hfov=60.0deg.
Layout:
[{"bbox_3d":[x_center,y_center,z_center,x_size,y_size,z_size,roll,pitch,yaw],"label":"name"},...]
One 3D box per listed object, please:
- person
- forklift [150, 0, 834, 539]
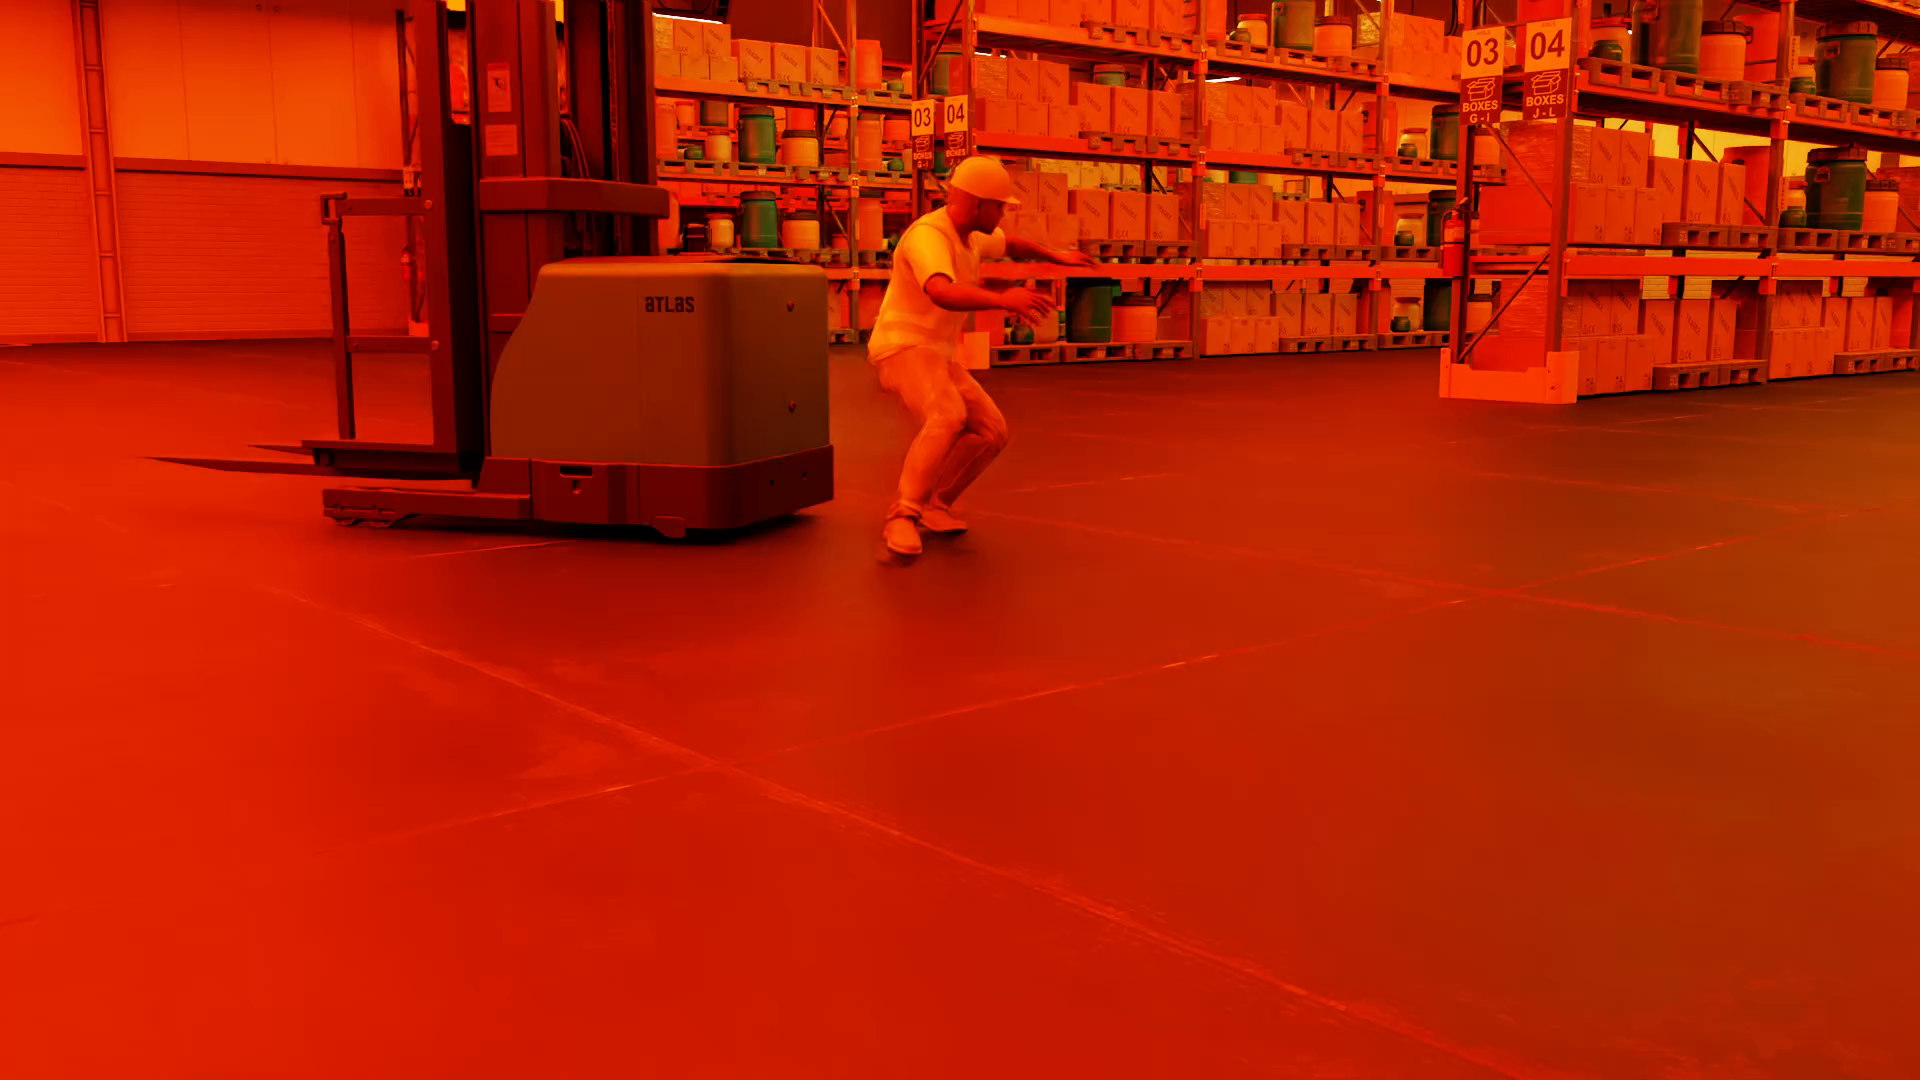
[{"bbox_3d":[0.036,-0.756,6.566,0.796,1.489,1.576,3,9,18],"label":"person"},{"bbox_3d":[-2.118,-1.568,7.090,3.031,2.935,1.130,3,9,20],"label":"forklift"}]
